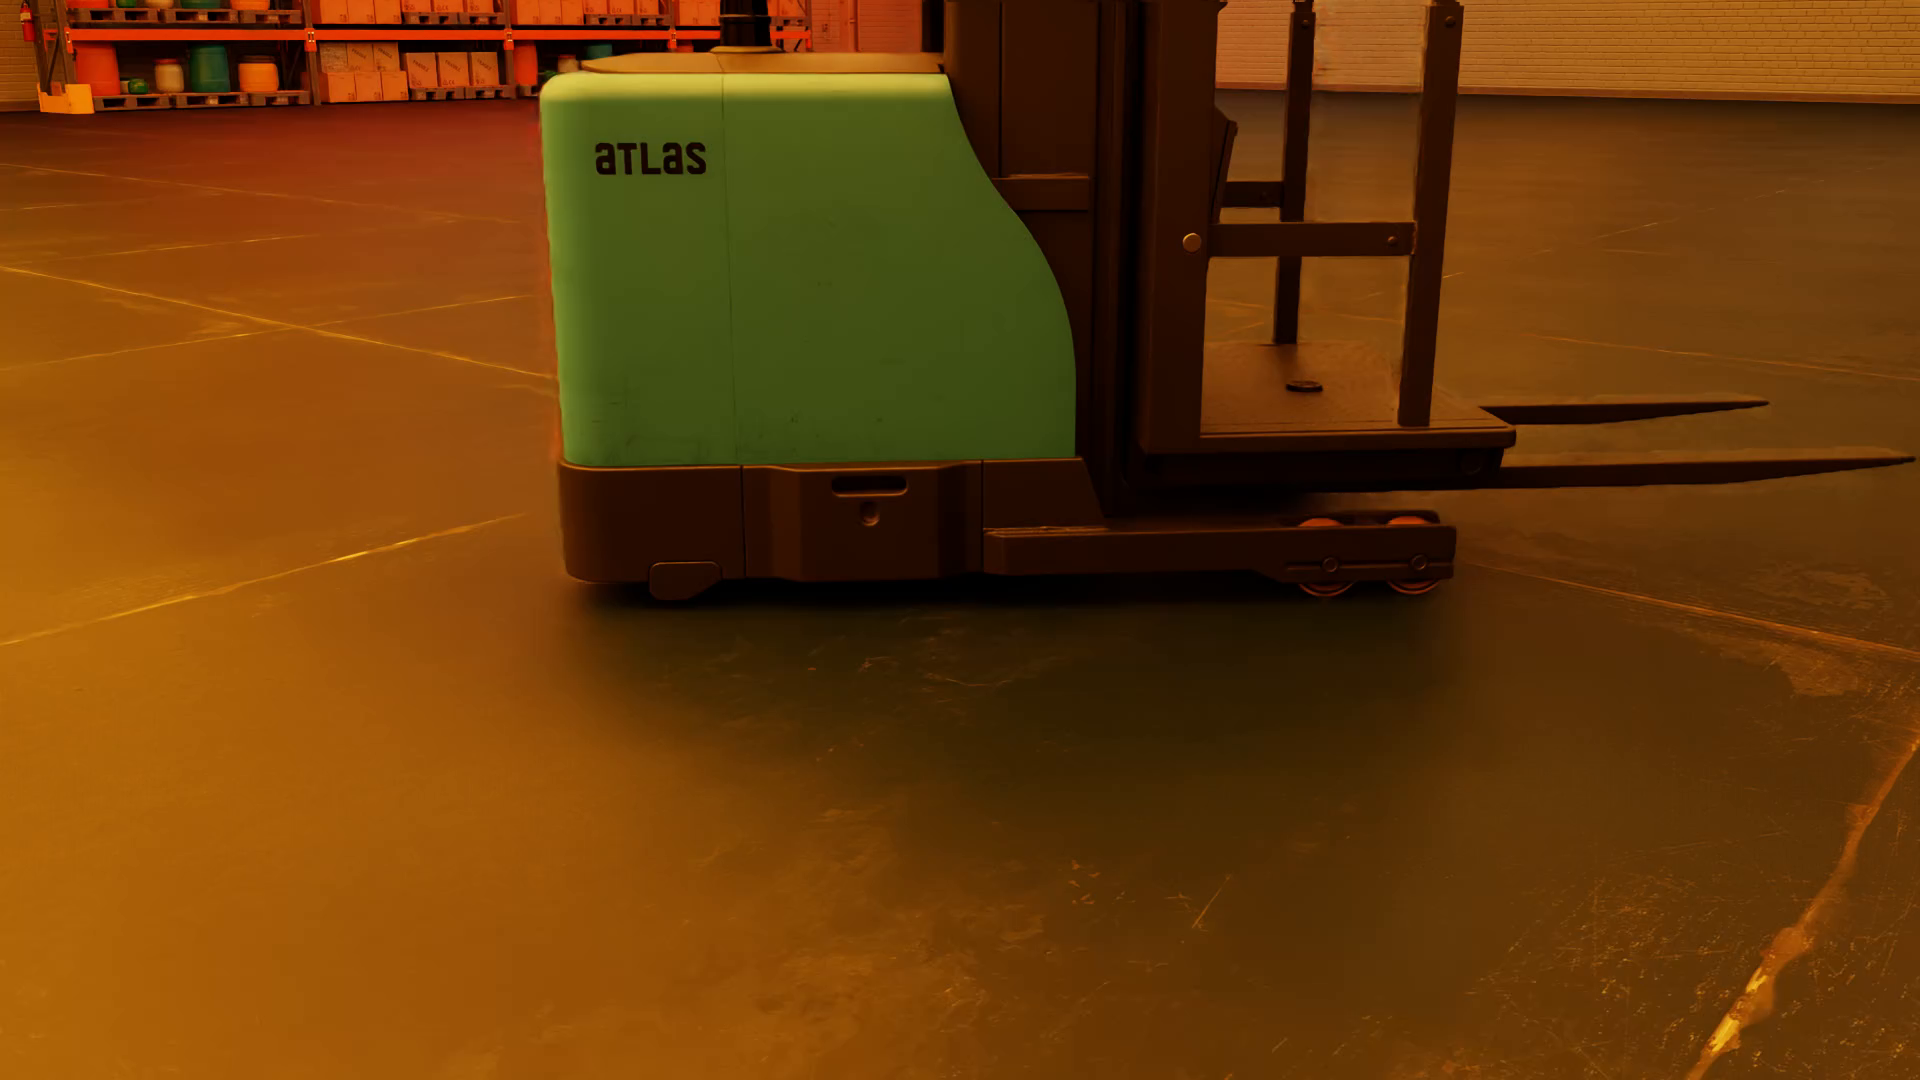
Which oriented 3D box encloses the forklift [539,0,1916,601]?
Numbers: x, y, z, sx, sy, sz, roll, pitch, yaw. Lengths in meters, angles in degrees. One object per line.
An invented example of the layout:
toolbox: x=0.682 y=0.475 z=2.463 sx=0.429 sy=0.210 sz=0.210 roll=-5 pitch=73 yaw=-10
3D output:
forklift: x=0.644 y=-1.433 z=3.617 sx=3.031 sy=2.935 sz=1.130 roll=-1 pitch=17 yaw=-5
